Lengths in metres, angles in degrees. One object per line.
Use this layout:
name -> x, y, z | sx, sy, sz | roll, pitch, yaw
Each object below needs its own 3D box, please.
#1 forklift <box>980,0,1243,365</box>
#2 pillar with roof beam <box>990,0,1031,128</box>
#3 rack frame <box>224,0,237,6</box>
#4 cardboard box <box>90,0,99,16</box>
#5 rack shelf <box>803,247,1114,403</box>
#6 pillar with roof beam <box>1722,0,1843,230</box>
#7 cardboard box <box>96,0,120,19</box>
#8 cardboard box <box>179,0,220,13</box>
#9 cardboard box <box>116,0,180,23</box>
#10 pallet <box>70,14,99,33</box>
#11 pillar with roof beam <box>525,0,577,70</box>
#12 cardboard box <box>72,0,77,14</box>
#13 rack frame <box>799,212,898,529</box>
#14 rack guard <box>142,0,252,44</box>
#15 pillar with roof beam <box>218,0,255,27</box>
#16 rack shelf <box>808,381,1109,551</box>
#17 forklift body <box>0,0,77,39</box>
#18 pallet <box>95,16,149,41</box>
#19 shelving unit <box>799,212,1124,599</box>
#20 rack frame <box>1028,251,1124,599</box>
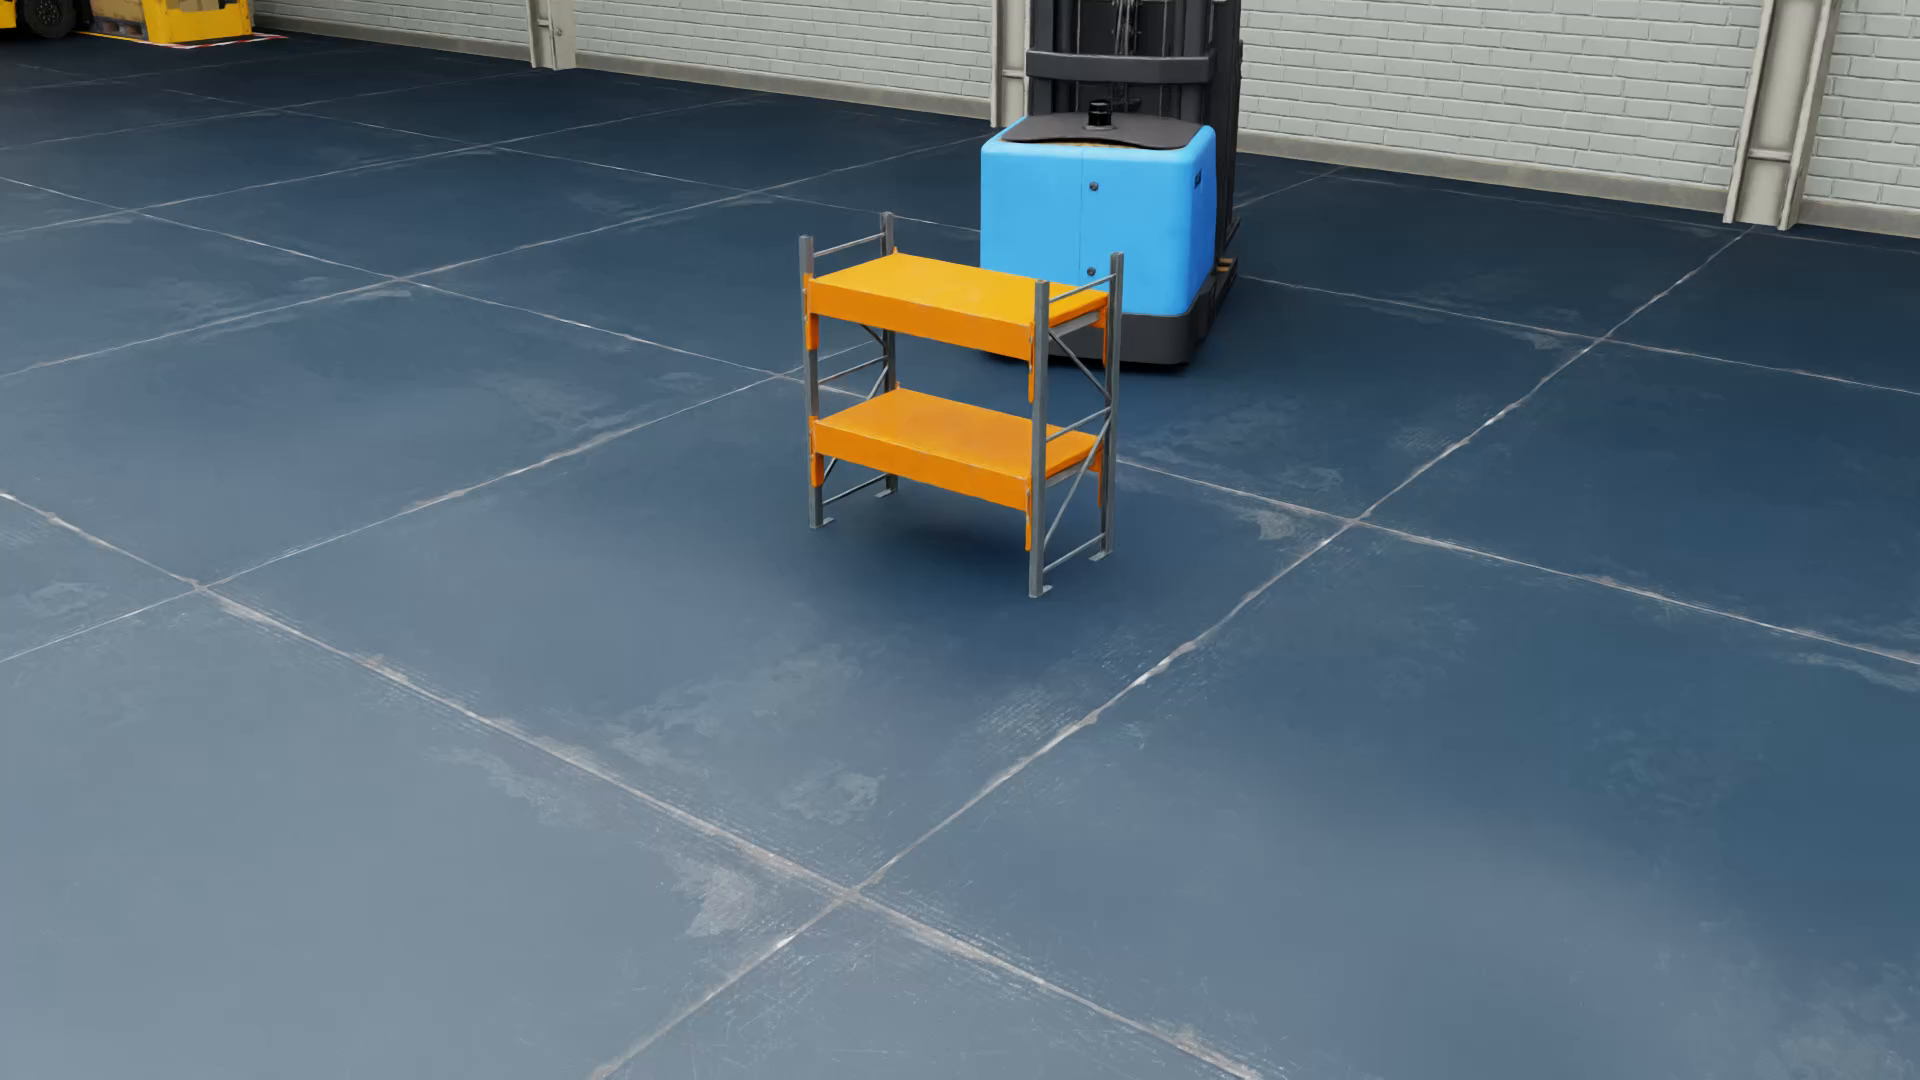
forklift -> 0.971, -2.752, 8.860 | 1.130, 2.935, 3.031 | 6, 25, 14
pillar with roof beam -> -2.072, -6.291, 9.367 | 0.400, 9.000, 9.100 | 17, 29, 33
rack frame -> -9.076, -7.377, 19.273 | 0.127, 3.000, 1.000 | 17, 29, 33
cardboard box -> -10.428, -6.570, 20.331 | 0.500, 0.250, 0.500 | 17, 29, 34
rack shelf -> -0.005, -0.784, 5.909 | 1.000, 0.278, 0.538 | 17, 29, 33
pillar with roof beam -> 2.729, -4.840, 6.074 | 0.400, 9.000, 9.100 | 17, 29, 33
cardboard box -> -10.034, -6.446, 20.049 | 0.500, 0.250, 0.500 | 17, 29, 33
cardboard box -> -9.352, -6.493, 20.156 | 0.500, 0.250, 0.500 | 17, 29, 34
cardboard box -> -9.641, -6.323, 19.770 | 0.500, 0.250, 0.500 | 17, 29, 34
pallet -> -10.685, -6.568, 20.895 | 1.213, 0.211, 1.003 | 17, 29, 33
pillar with roof beam -> -6.873, -7.742, 12.660 | 0.400, 9.000, 9.100 | 17, 29, 33
cardboard box -> -10.857, -6.688, 20.599 | 0.500, 0.250, 0.500 | 18, 29, 35
rack frame -> -0.412, -0.639, 6.306 | 0.032, 1.125, 0.500 | 17, 29, 33
rack guard -> -9.057, -6.228, 19.764 | 0.348, 0.500, 1.175 | 17, 29, 33
pillar with roof beam -> -11.674, -9.193, 15.953 | 0.400, 9.000, 9.100 | 17, 29, 33
rack shelf -> -0.005, -0.293, 6.125 | 1.000, 0.278, 0.538 | 17, 29, 33
forklift body -> -11.687, -6.859, 19.149 | 1.214, 2.155, 2.313 | 17, 29, 33
pallet -> -9.713, -6.273, 20.225 | 1.213, 0.211, 1.003 | 17, 29, 33
shelving unit -> -0.005, -0.516, 6.027 | 1.048, 1.125, 0.538 | 17, 29, 33
rack frame -> 0.401, -0.393, 5.748 | 0.032, 1.125, 0.500 | 17, 29, 33
